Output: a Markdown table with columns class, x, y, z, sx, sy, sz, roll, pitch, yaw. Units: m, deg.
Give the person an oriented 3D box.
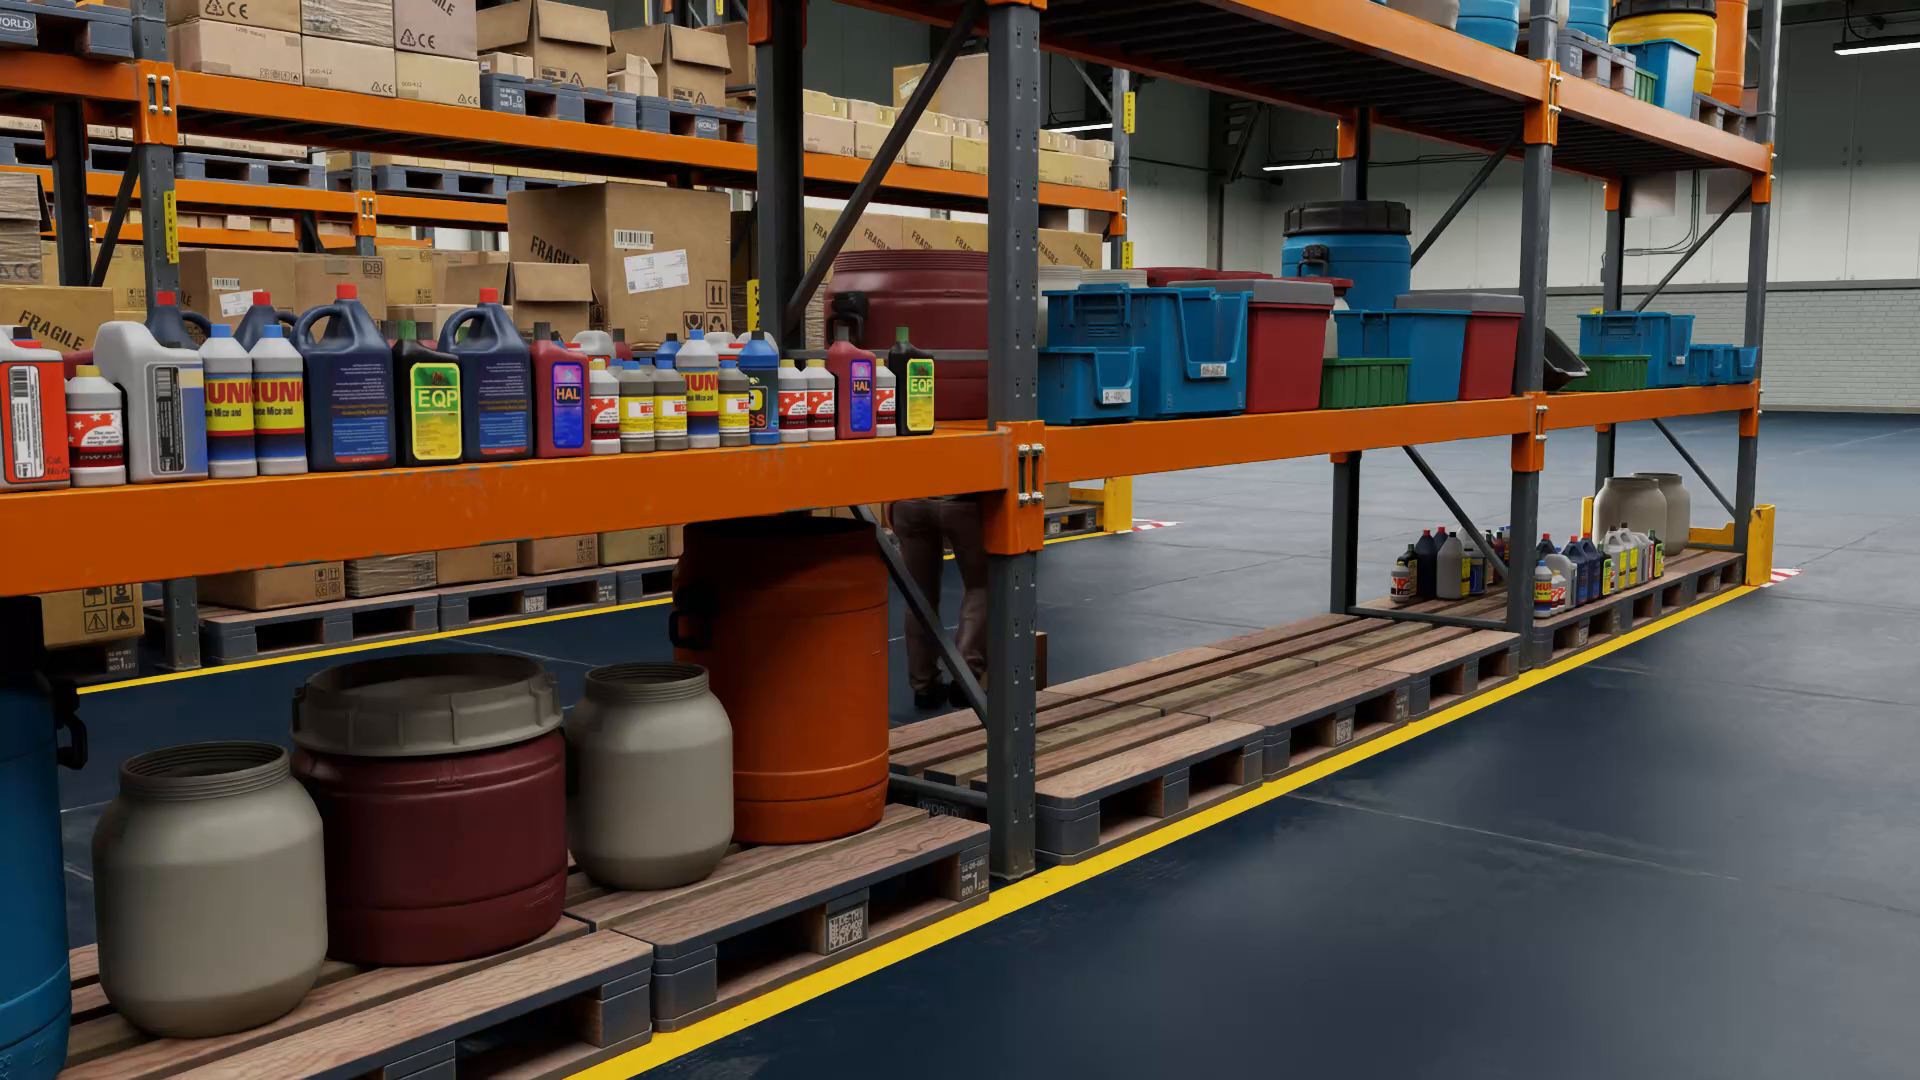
| class | x | y | z | sx | sy | sz | roll | pitch | yaw |
| --- | --- | --- | --- | --- | --- | --- | --- | --- | --- |
| person | -0.076 | -0.142 | 7.007 | 0.563 | 1.721 | 0.529 | 2 | 7 | 19 |
